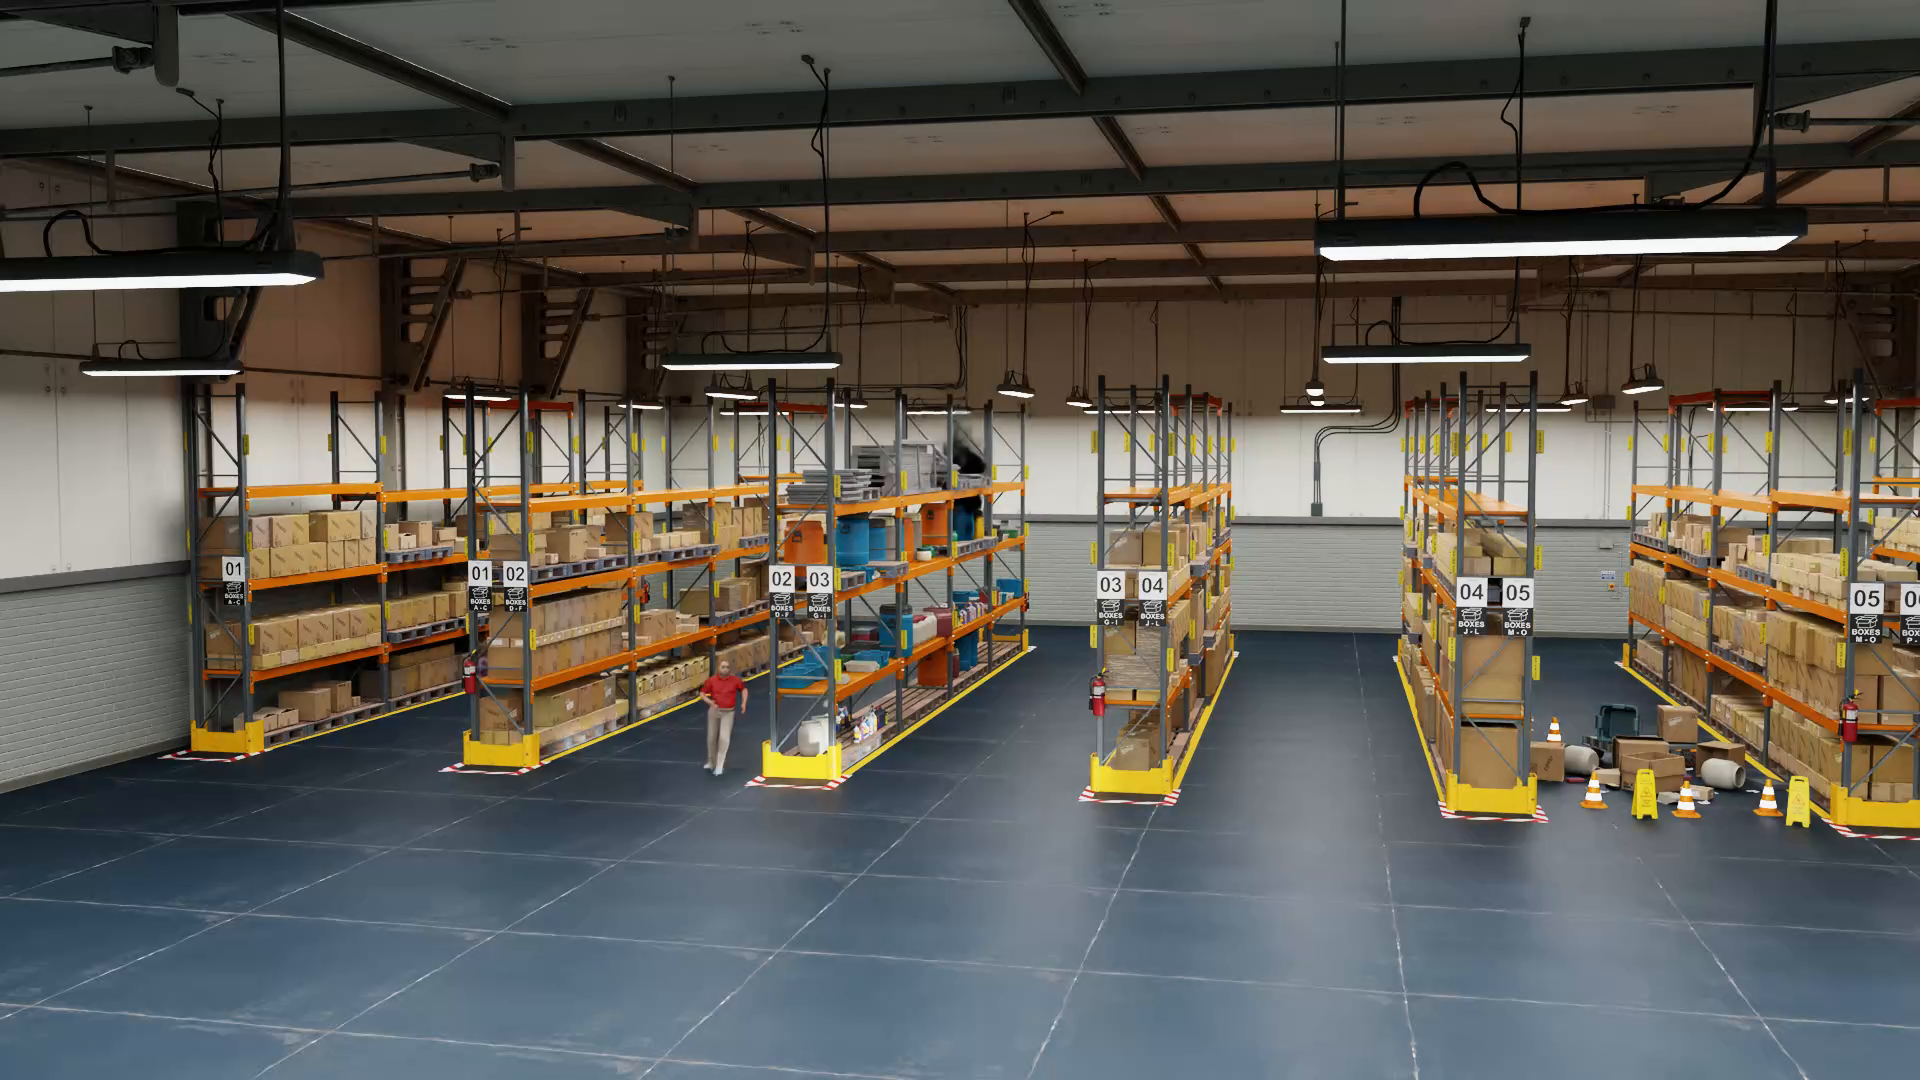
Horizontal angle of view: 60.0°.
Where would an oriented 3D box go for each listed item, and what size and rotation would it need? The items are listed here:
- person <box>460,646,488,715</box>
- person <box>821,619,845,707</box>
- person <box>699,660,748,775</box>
[{"bbox_3d":[-8.341,2.584,28.585,0.522,1.538,0.555,0,3,0],"label":"person"},{"bbox_3d":[-2.422,2.318,31.915,0.578,1.680,0.882,1,3,9],"label":"person"},{"bbox_3d":[-3.614,2.719,25.389,0.725,1.779,0.617,0,3,-5],"label":"person"}]
